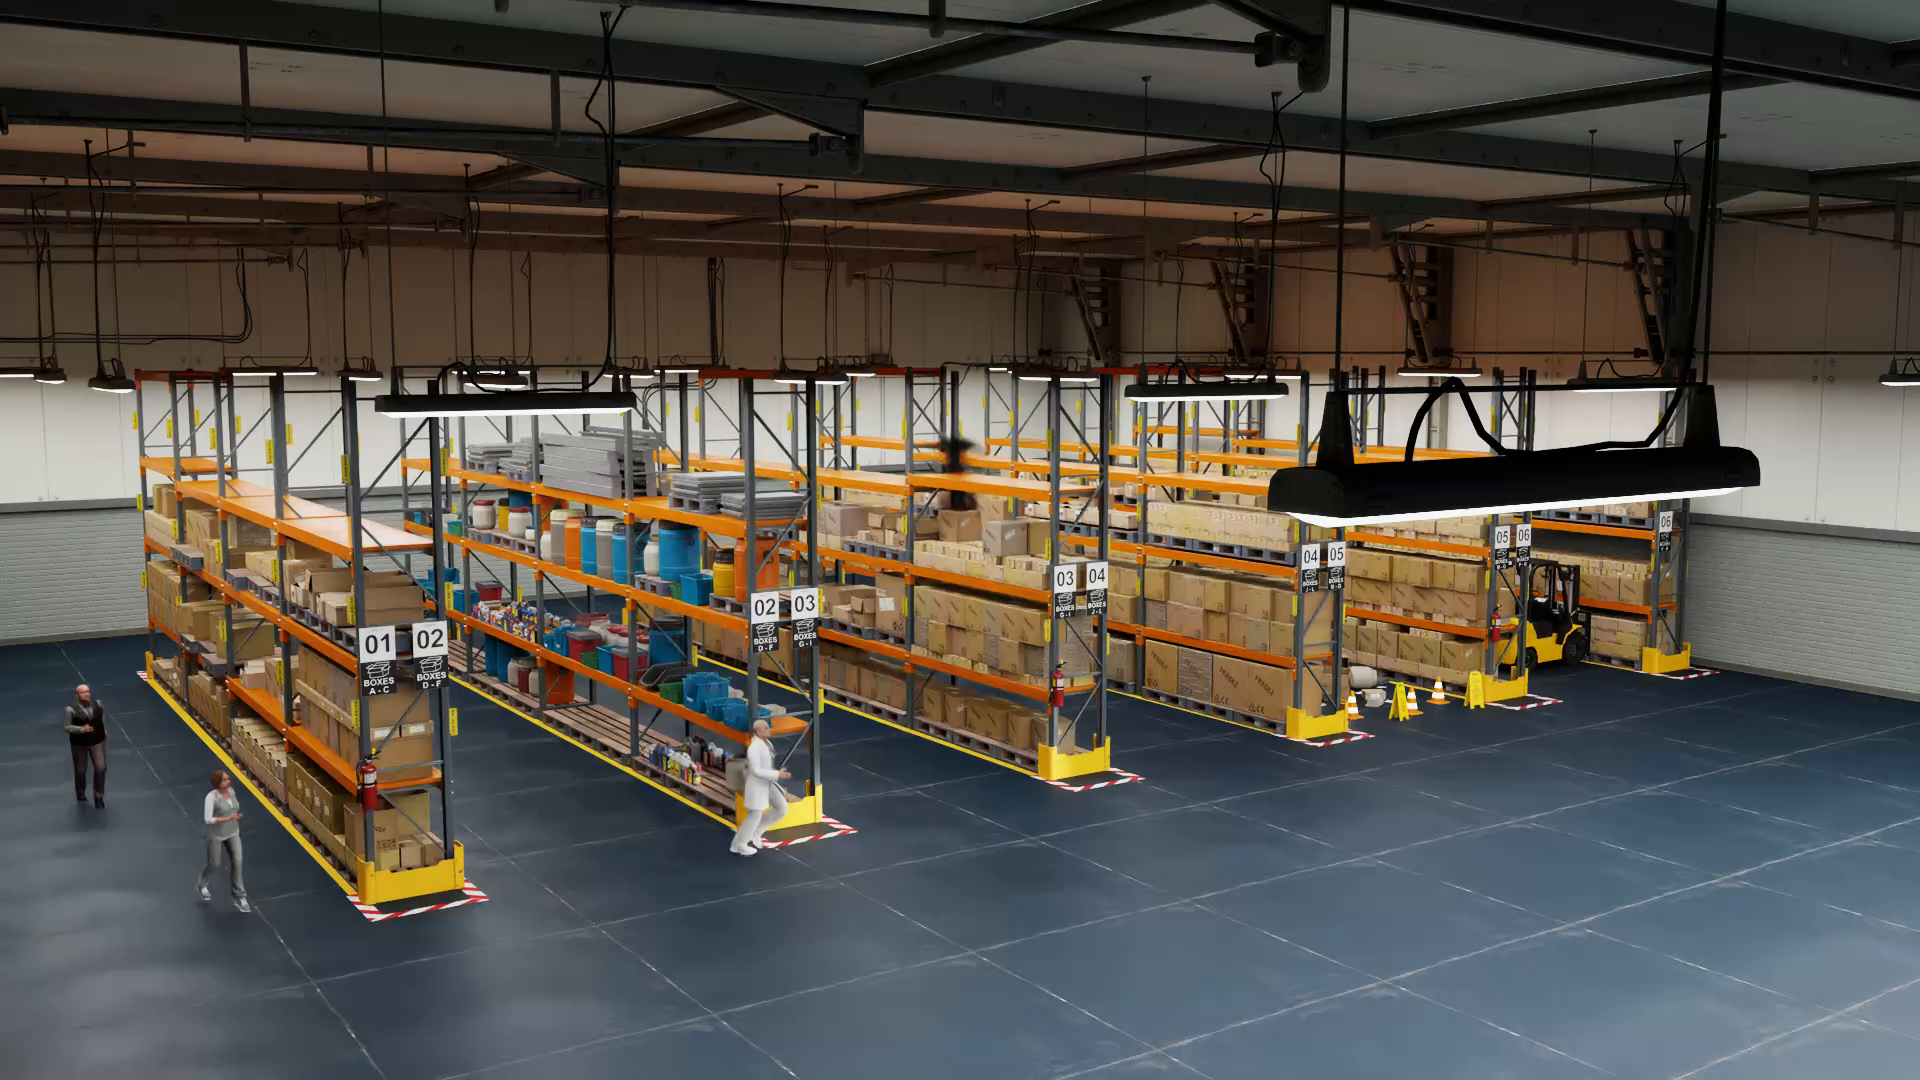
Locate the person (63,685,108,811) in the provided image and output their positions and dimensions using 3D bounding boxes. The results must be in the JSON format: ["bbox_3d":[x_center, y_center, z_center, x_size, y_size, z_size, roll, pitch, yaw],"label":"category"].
[{"bbox_3d":[-12.128,2.878,23.103,0.599,1.774,0.834,-5,8,-39],"label":"person"}]

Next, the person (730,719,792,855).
[{"bbox_3d":[-2.487,3.100,20.934,0.836,1.733,0.721,2,7,17],"label":"person"}]

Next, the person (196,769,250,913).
[{"bbox_3d":[-8.408,3.384,18.898,0.861,1.609,0.505,4,8,33],"label":"person"}]
